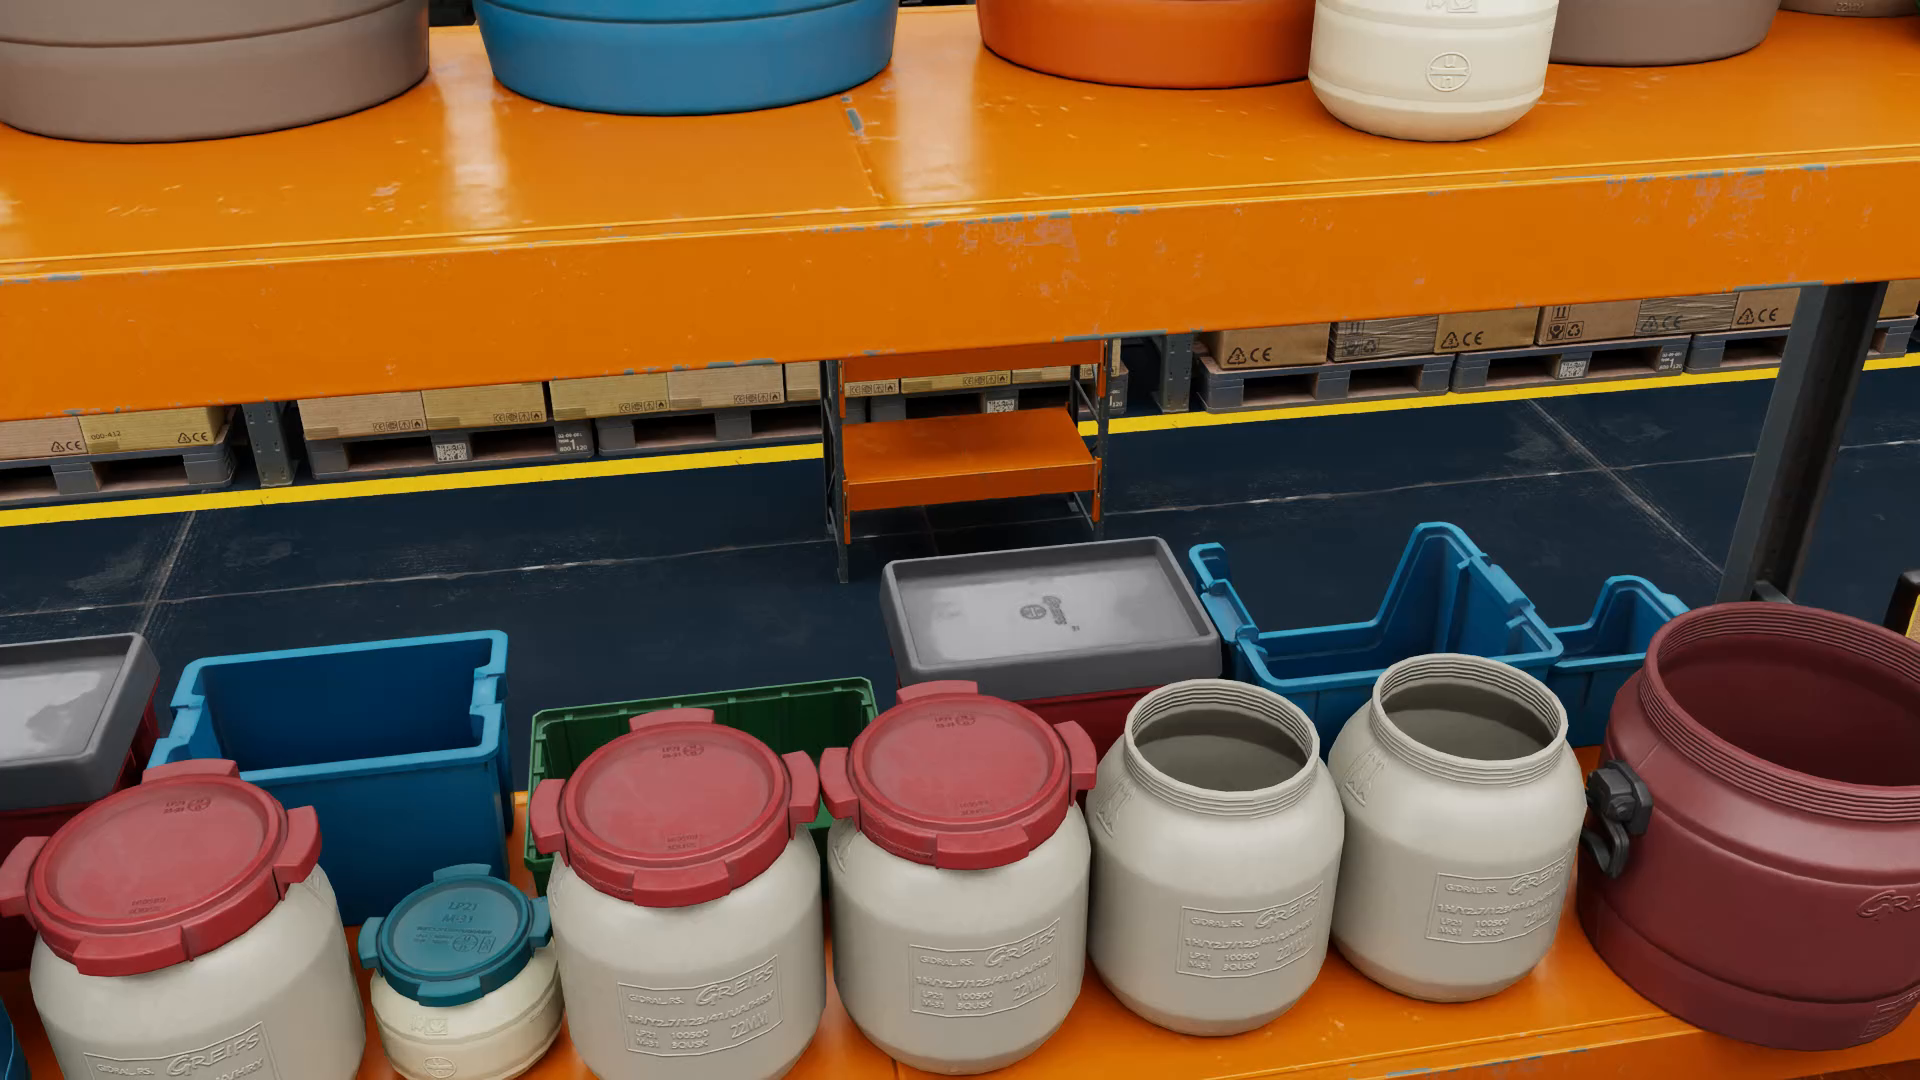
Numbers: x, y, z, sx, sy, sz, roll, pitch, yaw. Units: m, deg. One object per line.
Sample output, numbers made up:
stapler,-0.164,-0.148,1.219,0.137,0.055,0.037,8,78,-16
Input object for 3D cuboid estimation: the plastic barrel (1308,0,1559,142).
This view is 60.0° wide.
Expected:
plastic barrel,0.596,-0.661,2.092,0.301,0.262,0.301,0,30,0

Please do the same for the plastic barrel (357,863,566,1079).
plastic barrel,-0.800,0.720,2.702,0.301,0.262,0.301,0,30,0

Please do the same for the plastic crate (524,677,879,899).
plastic crate,-0.468,0.497,3.155,0.662,0.188,0.450,-5,31,-9

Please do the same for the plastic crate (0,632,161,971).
plastic crate,-1.709,0.481,2.910,0.583,0.464,0.402,-5,31,-9

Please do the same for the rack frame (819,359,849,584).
rack frame,-0.493,-0.439,6.387,0.032,1.125,0.500,-5,31,-9

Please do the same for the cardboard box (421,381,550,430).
cardboard box,-2.074,-0.720,7.314,0.500,0.250,0.500,-5,31,-8

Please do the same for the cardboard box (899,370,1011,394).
cardboard box,-0.064,-0.907,7.632,0.500,0.250,0.500,-6,31,-10

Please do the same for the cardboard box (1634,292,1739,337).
cardboard box,3.436,-1.333,8.090,0.500,0.500,0.500,-5,31,-8

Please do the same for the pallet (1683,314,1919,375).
pallet,4.057,-1.200,8.583,1.213,0.211,1.003,-5,31,-9

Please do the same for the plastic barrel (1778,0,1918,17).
plastic barrel,1.444,-1.126,2.636,0.421,0.512,0.421,0,30,0

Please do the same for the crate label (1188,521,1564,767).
crate label,0.779,0.280,3.279,0.616,0.435,0.502,-5,31,-9

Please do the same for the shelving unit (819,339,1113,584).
shelving unit,0.007,-0.486,6.466,1.048,1.125,0.538,-5,31,-9

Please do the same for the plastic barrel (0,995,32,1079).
plastic barrel,-1.695,0.605,2.268,0.708,0.901,0.600,-5,31,-9

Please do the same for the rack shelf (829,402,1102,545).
rack shelf,0.007,-0.275,6.590,1.000,0.278,0.538,-5,31,-9

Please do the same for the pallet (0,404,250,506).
pallet,-3.808,-0.511,7.411,1.213,0.211,1.003,-5,31,-9

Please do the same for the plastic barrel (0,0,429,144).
plastic barrel,-1.026,-1.018,2.069,0.600,0.901,0.600,0,30,0

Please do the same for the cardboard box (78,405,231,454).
cardboard box,-3.435,-0.609,7.126,0.500,0.250,0.500,-5,31,-9

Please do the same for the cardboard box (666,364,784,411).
cardboard box,-1.065,-0.815,7.475,0.500,0.250,0.500,-5,31,-8

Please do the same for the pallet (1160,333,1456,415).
pallet,1.657,-0.977,8.204,1.213,0.211,1.003,-5,31,-9

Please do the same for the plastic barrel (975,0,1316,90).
plastic barrel,0.314,-1.112,2.299,0.708,0.830,0.600,-5,31,-9

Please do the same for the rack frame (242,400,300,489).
rack frame,-3.019,-1.765,6.792,0.127,3.000,1.000,-5,31,-9

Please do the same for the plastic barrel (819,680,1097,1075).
plastic barrel,-0.002,0.562,2.701,0.433,0.535,0.433,0,30,0

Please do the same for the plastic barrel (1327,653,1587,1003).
plastic barrel,0.831,0.492,2.844,0.421,0.512,0.421,0,30,0

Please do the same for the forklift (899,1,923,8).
forklift,-0.669,-3.214,9.324,3.031,2.935,1.130,-9,32,-15

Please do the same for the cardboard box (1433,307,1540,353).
cardboard box,2.424,-1.235,7.923,0.500,0.500,0.500,-6,31,-10

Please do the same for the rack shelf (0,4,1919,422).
rack shelf,-0.163,-0.461,2.324,4.000,0.370,1.077,-5,31,-9

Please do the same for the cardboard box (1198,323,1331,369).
cardboard box,1.415,-1.141,7.764,0.500,0.500,0.500,-4,31,-7

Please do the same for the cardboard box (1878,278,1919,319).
cardboard box,4.417,-1.420,8.237,0.500,0.500,0.500,-5,31,-9

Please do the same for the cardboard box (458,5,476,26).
cardboard box,-3.193,-3.422,11.643,0.500,0.500,0.700,-4,31,-7

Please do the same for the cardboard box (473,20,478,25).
cardboard box,-1.742,-1.918,6.954,0.500,0.500,0.500,-3,31,-5

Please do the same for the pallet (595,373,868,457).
pallet,-1.098,-0.763,7.839,1.213,0.211,1.003,-5,31,-9

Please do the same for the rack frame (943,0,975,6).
rack frame,0.020,-4.600,11.613,0.127,3.000,1.000,-5,31,-9

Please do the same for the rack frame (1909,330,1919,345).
rack frame,4.851,-2.495,8.034,0.127,3.000,1.000,-5,31,-9
